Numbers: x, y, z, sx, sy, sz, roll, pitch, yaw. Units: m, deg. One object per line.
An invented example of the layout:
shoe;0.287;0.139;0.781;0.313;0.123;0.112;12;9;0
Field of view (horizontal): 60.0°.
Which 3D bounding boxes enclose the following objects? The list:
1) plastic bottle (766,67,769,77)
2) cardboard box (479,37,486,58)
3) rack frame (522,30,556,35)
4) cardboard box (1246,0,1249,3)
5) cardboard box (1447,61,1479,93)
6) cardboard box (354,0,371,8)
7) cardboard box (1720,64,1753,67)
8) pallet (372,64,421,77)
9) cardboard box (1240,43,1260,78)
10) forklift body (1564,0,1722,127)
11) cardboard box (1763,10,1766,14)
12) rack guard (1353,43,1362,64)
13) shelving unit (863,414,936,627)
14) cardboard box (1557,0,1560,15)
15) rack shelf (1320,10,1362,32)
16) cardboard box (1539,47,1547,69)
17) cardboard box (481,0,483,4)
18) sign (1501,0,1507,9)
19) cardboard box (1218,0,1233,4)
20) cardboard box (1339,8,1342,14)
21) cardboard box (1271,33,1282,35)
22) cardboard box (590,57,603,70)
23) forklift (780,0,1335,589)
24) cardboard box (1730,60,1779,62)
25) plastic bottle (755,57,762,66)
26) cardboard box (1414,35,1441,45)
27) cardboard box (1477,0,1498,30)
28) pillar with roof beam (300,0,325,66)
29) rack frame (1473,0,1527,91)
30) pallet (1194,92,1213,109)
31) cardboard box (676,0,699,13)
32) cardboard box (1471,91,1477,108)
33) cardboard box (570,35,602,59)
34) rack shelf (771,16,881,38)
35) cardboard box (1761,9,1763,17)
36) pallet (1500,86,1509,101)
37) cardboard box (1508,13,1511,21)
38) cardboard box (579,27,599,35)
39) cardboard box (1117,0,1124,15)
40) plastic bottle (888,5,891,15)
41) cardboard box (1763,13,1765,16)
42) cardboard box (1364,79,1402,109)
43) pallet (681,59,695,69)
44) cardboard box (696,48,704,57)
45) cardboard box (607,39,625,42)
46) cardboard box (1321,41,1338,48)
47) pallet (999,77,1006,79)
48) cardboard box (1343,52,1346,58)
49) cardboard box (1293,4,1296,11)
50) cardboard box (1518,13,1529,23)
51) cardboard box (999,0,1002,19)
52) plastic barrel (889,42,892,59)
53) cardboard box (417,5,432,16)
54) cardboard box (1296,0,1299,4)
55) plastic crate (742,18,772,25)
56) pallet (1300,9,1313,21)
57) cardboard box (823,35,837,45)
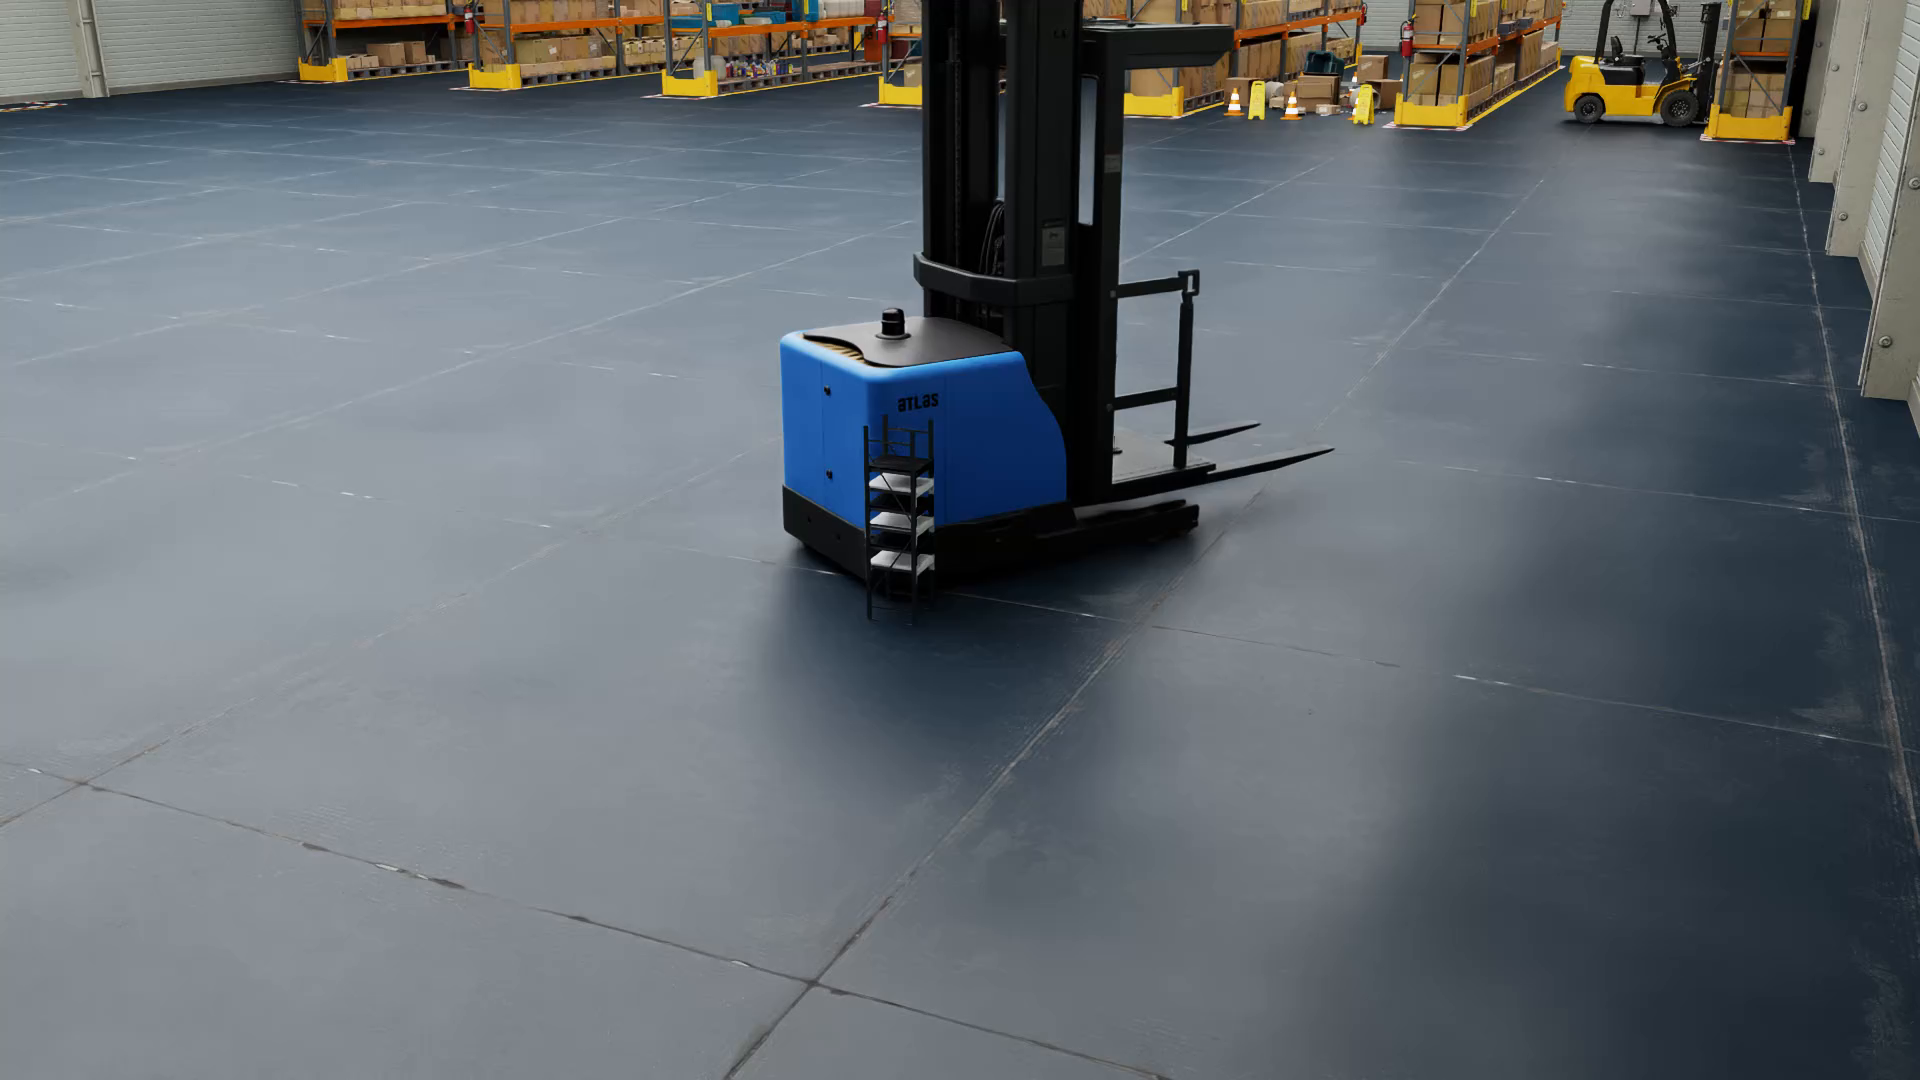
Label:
plastic bottle;-4.208;-10.180;36.138;0.097;0.201;0.097;0;20;0
cardboard box;-12.489;-12.555;42.370;0.700;0.500;0.500;8;21;22
rack frame;-11.303;-14.357;44.361;1.000;3.000;0.127;9;21;23
cardboard box;5.506;-11.212;33.876;0.700;0.500;0.500;8;21;22
cardboard box;8.821;-8.144;29.251;0.500;0.500;0.500;8;21;21
cardboard box;-13.898;-12.457;38.096;0.500;0.500;0.500;9;21;23
cardboard box;13.290;-8.015;28.514;0.500;0.250;0.500;9;22;25
pallet;-13.682;-11.235;39.746;1.003;0.211;1.213;9;21;23
cardboard box;5.670;-10.018;34.891;1.050;0.750;0.750;9;21;23
forklift body;11.661;-8.262;28.492;2.313;2.155;1.214;9;21;23
cardboard box;14.628;-9.340;29.733;0.500;0.250;0.500;8;21;22
rack guard;9.982;-12.851;43.857;1.175;0.500;0.348;9;21;23
shelving unit;-0.266;-0.086;7.367;0.258;0.900;0.210;8;21;21
cardboard box;14.395;-13.115;40.722;0.500;0.500;0.500;8;21;22
rack shelf;9.194;-13.101;41.905;1.077;0.370;4.000;9;21;23
cardboard box;13.288;-11.348;39.100;0.875;0.438;0.875;8;21;22
cardboard box;-12.225;-13.914;42.312;0.700;0.500;0.500;12;23;30
sign;10.155;-10.071;31.018;0.100;0.325;0.005;9;21;23
cardboard box;4.798;-10.671;32.161;0.875;0.550;0.550;9;21;23
cardboard box;9.285;-13.161;41.375;0.380;0.149;0.250;10;22;25
cardboard box;7.403;-11.694;38.860;0.500;0.250;0.500;9;22;25
cardboard box;-8.625;-11.034;38.496;0.500;0.250;0.500;9;21;23
forklift;0.629;-1.507;8.332;3.031;2.935;1.130;-12;23;-30
cardboard box;15.021;-8.761;31.545;0.875;0.625;0.625;8;21;20
plastic bottle;-4.481;-10.524;36.881;0.144;0.351;0.185;9;21;23
cardboard box;7.977;-8.538;28.374;0.380;0.149;0.250;9;22;25
cardboard box;9.497;-9.594;30.376;0.500;0.500;0.500;9;22;25
pillar with roof beam;-11.154;-14.480;35.754;9.100;9.000;0.400;9;21;23
rack frame;11.295;-10.958;34.804;1.000;3.000;0.127;9;21;23
pallet;4.218;-8.473;31.980;1.003;0.211;1.213;9;21;23
cardboard box;-6.971;-13.531;42.172;0.500;0.311;0.500;10;22;26
cardboard box;8.817;-7.778;29.340;0.500;0.250;0.500;9;22;25
cardboard box;-8.626;-11.388;38.371;0.500;0.500;0.500;9;21;23
rack shelf;-3.084;-12.047;38.940;1.077;0.370;4.000;9;21;23
cardboard box;12.787;-8.557;26.935;0.380;0.149;0.250;8;21;22
pallet;10.472;-9.034;33.555;1.003;0.211;1.213;9;21;23
cardboard box;10.574;-10.261;32.592;0.380;0.149;0.250;9;21;23
cardboard box;-10.518;-14.015;45.983;0.750;0.750;0.750;8;21;22
cardboard box;3.740;-13.257;41.119;0.500;0.500;0.500;9;22;24
plastic bottle;-1.793;-13.027;40.807;0.152;0.276;0.135;9;21;23
cardboard box;13.362;-8.686;28.267;0.500;0.500;0.500;8;21;22
cardboard box;7.977;-8.418;31.388;0.500;0.500;0.500;-9;22;-24
pallet;-7.155;-12.118;42.228;1.003;0.211;1.213;9;21;23
cardboard box;-6.775;-12.386;42.297;0.500;0.250;0.500;9;22;24
cardboard box;-8.309;-11.945;40.219;0.500;0.311;0.500;9;22;24
cardboard box;9.196;-12.350;41.460;0.380;0.149;0.250;9;21;24
pallet;0.933;-10.019;36.326;1.003;0.211;1.213;9;21;23
cardboard box;9.652;-12.391;42.463;0.380;0.149;0.250;8;21;20
cardboard box;7.325;-11.959;37.368;0.380;0.149;0.250;10;22;25
cardboard box;11.725;-11.002;35.153;0.500;0.250;0.500;8;21;22
cardboard box;0.375;-11.153;34.760;0.875;0.500;0.500;9;21;23
plastic barrel;-1.930;-12.360;41.832;0.421;0.512;0.421;0;20;0
cardboard box;-13.070;-12.735;39.995;0.500;0.250;0.500;9;21;23
cardboard box;7.437;-12.188;37.569;0.380;0.149;0.250;9;21;23
plastic crate;-4.337;-11.119;35.651;0.530;0.136;0.437;9;21;23
pallet;7.511;-12.126;38.377;1.003;0.211;1.213;9;21;23
cardboard box;-3.921;-14.549;48.349;0.500;0.250;0.500;9;21;23
